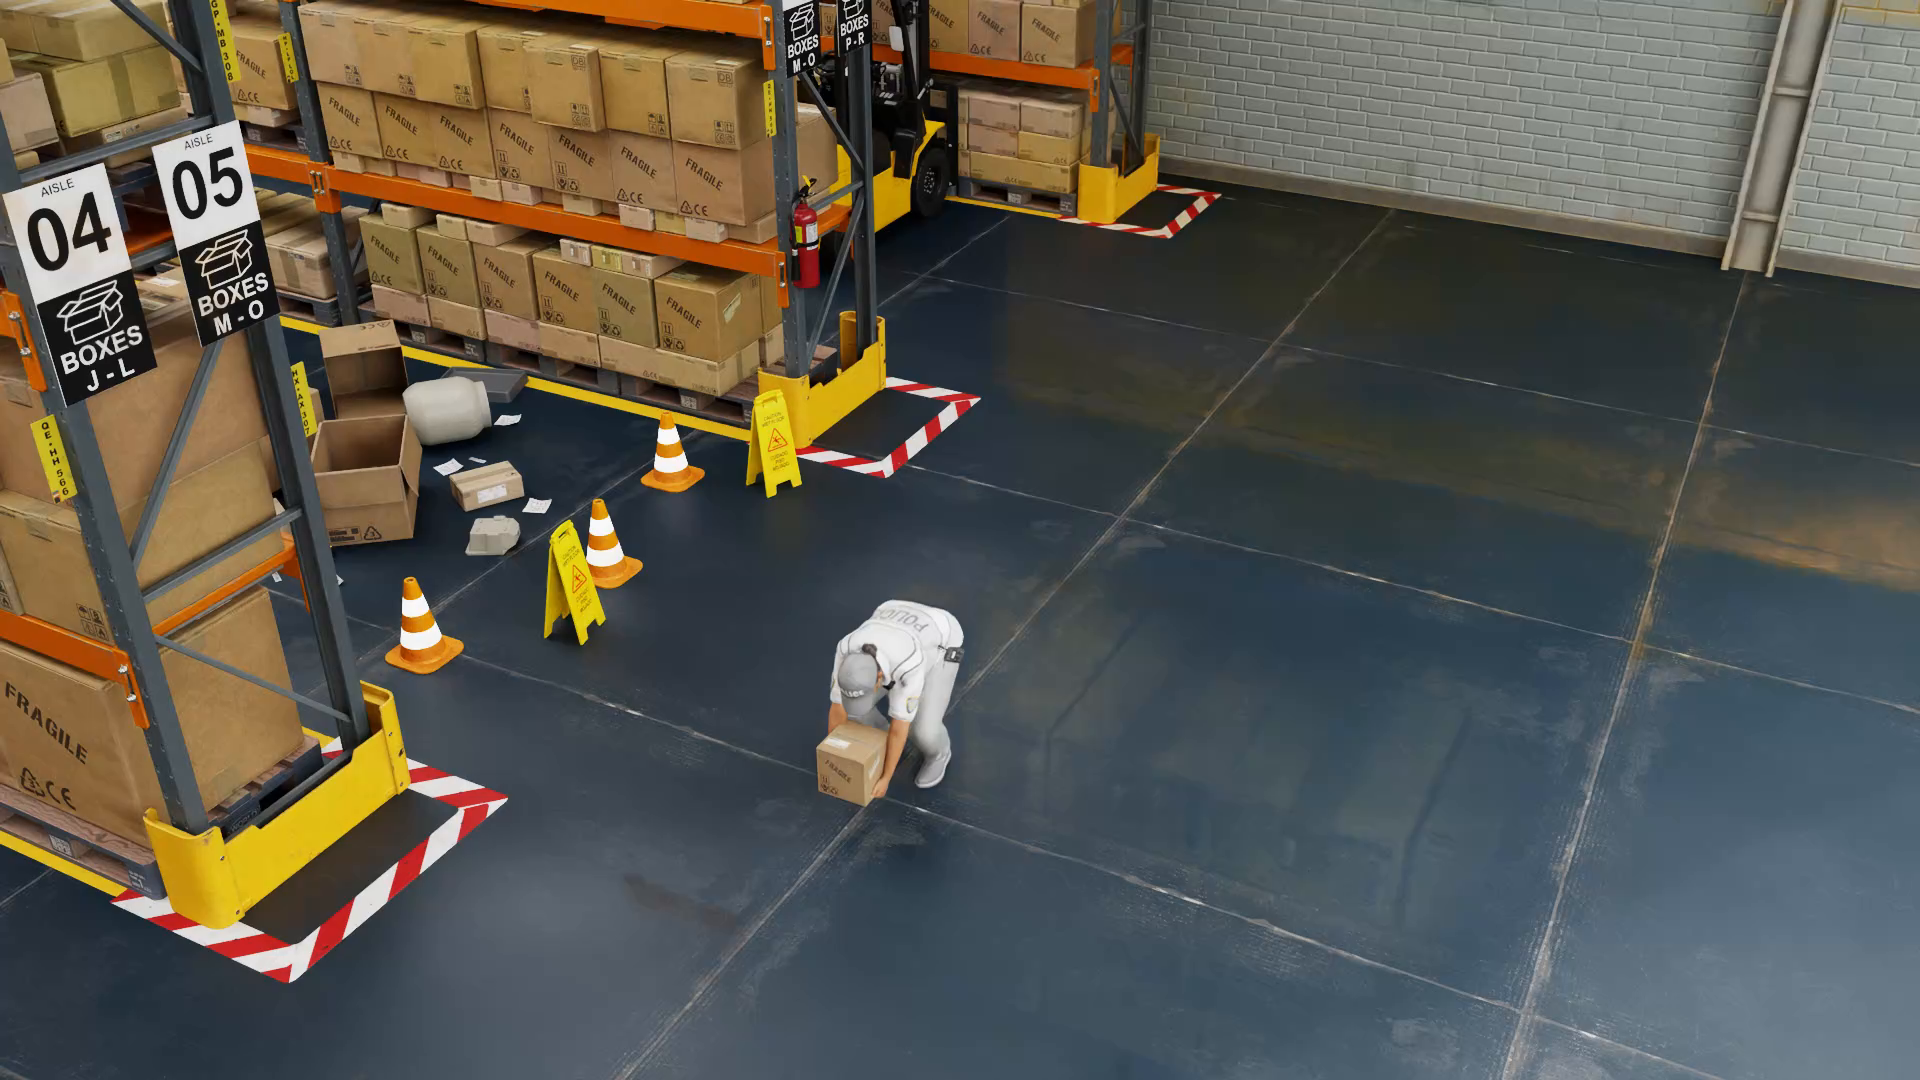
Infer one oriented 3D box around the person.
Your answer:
[{"bbox_3d":[-0.309,0.744,7.733,0.514,0.940,0.916,13,33,21],"label":"person"}]
